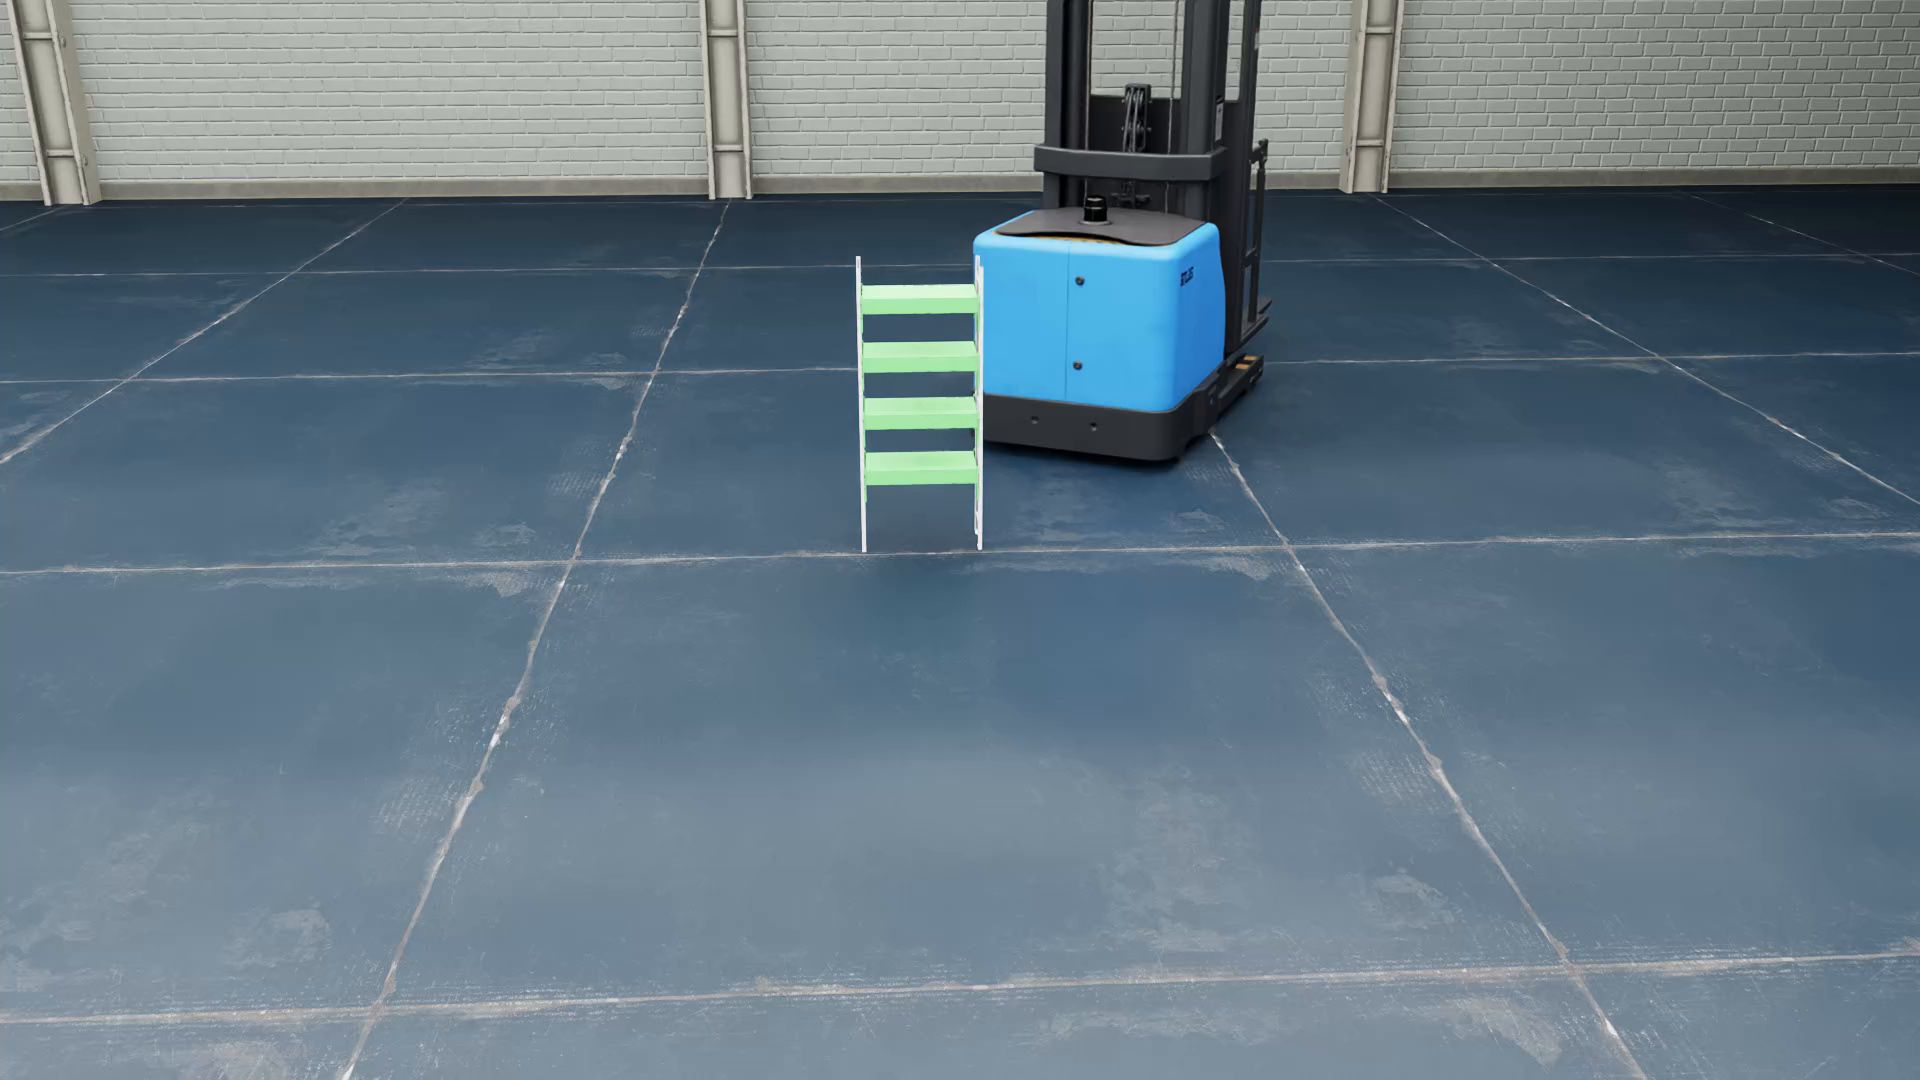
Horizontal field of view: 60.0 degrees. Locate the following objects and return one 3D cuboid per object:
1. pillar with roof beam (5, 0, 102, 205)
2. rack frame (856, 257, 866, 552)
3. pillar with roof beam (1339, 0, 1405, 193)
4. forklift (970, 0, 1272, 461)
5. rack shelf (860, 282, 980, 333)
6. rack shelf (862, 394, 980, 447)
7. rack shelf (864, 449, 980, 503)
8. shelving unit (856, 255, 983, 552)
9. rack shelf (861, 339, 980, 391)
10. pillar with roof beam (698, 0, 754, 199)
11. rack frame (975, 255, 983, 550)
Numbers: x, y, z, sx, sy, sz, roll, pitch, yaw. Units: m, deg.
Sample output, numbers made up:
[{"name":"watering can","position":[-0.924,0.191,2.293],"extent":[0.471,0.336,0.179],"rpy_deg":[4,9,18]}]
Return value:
[{"name":"pillar with roof beam","position":[-7.884,-5.777,9.646],"extent":[0.400,9.000,9.100],"rpy_deg":[-1,21,-3]},{"name":"rack frame","position":[-0.409,-0.552,6.886],"extent":[0.015,1.200,0.240],"rpy_deg":[-1,21,-3]},{"name":"pillar with roof beam","position":[4.096,-6.020,10.287],"extent":[0.400,9.000,9.100],"rpy_deg":[-1,21,-3]},{"name":"forklift","position":[1.079,-2.236,8.876],"extent":[1.130,2.935,3.031],"rpy_deg":[8,22,21]},{"name":"rack shelf","position":[-0.165,-0.946,6.751],"extent":[0.480,0.148,0.258],"rpy_deg":[-1,21,-3]},{"name":"rack shelf","position":[-0.165,-0.498,6.921],"extent":[0.480,0.148,0.258],"rpy_deg":[-1,21,-3]},{"name":"rack shelf","position":[-0.165,-0.273,7.007],"extent":[0.480,0.148,0.258],"rpy_deg":[-1,21,-3]},{"name":"shelving unit","position":[-0.165,-0.557,6.899],"extent":[0.503,1.200,0.258],"rpy_deg":[-1,21,-3]},{"name":"rack shelf","position":[-0.165,-0.722,6.836],"extent":[0.480,0.148,0.258],"rpy_deg":[-1,21,-3]},{"name":"pillar with roof beam","position":[-1.894,-5.898,9.966],"extent":[0.400,9.000,9.100],"rpy_deg":[-1,21,-3]},{"name":"rack frame","position":[0.078,-0.562,6.912],"extent":[0.015,1.200,0.240],"rpy_deg":[-1,21,-3]}]
